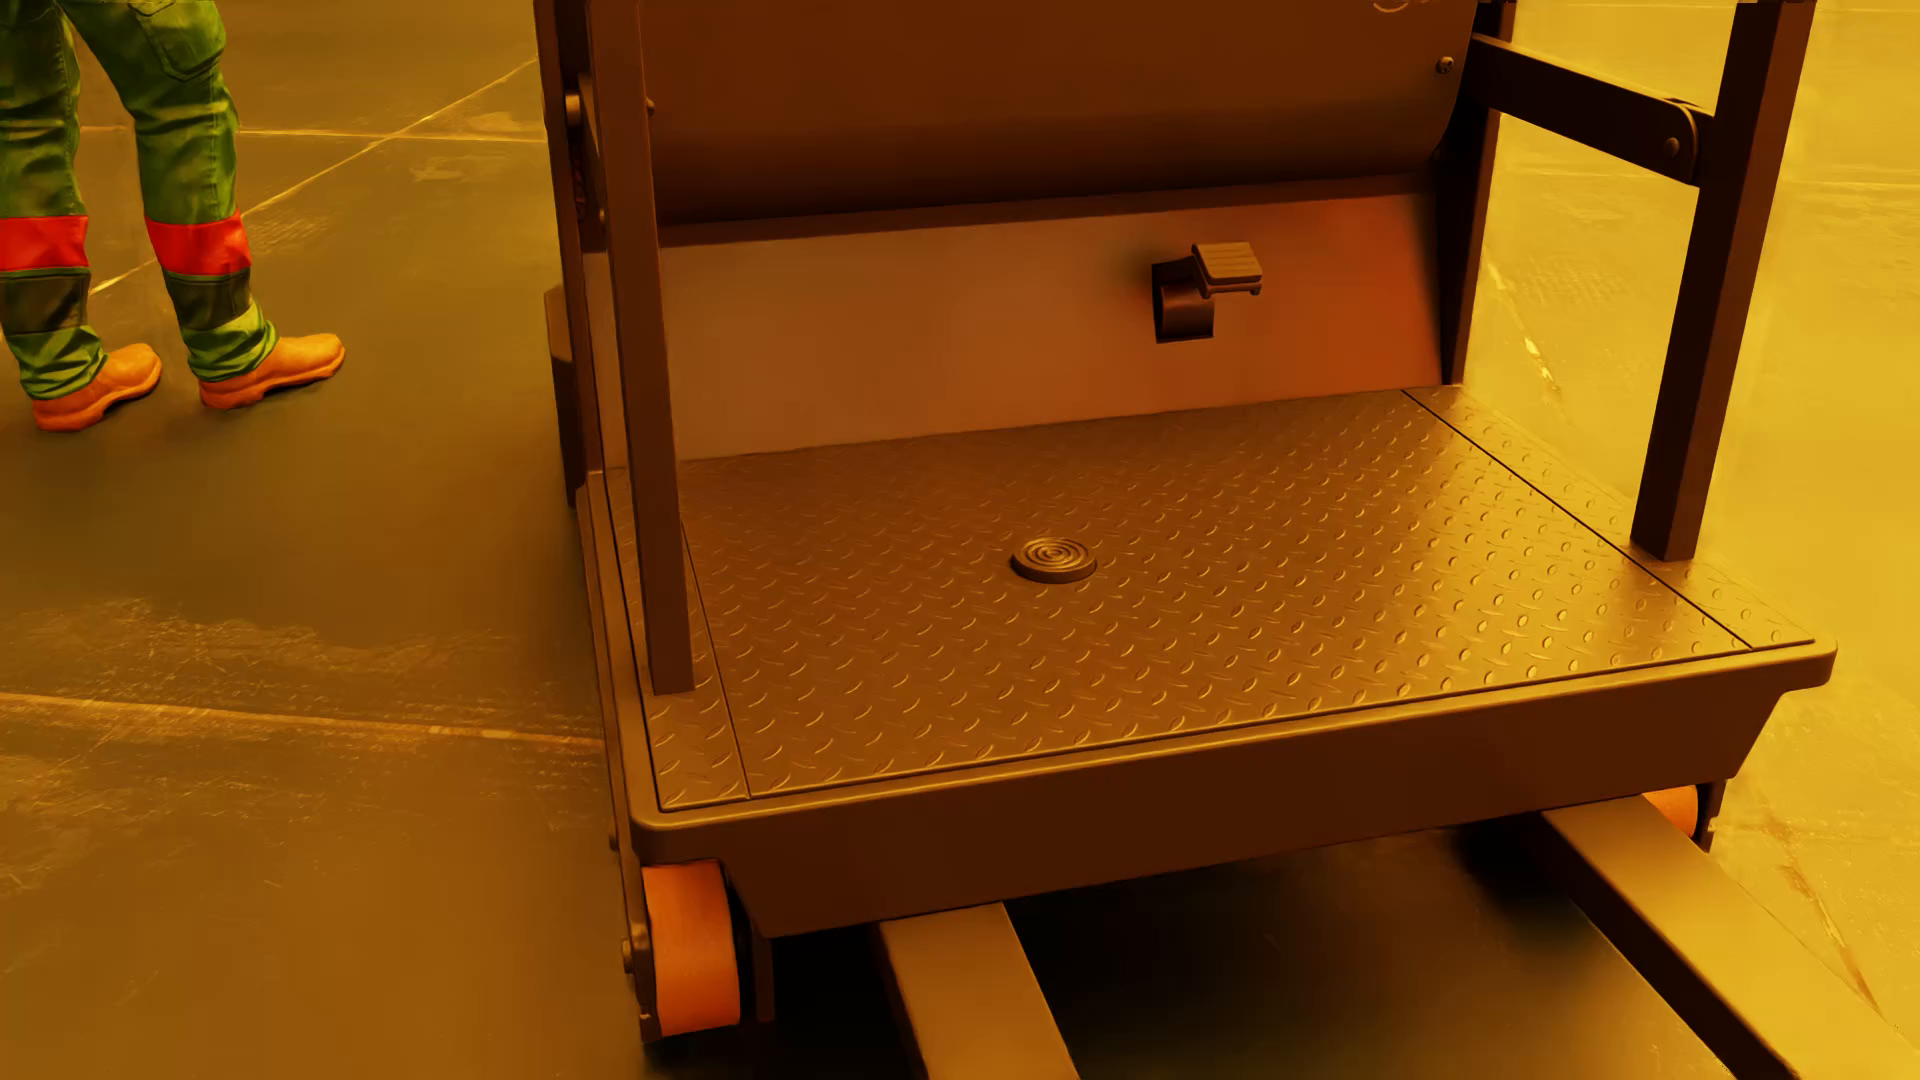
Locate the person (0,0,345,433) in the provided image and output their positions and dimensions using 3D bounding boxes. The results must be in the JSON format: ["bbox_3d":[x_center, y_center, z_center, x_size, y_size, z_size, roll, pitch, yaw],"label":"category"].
[{"bbox_3d":[-1.450,-1.056,2.626,0.718,1.785,0.525,7,27,15],"label":"person"}]

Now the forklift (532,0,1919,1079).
[{"bbox_3d":[0.159,-1.038,1.297,1.130,2.935,3.031,-7,27,-13],"label":"forklift"}]
